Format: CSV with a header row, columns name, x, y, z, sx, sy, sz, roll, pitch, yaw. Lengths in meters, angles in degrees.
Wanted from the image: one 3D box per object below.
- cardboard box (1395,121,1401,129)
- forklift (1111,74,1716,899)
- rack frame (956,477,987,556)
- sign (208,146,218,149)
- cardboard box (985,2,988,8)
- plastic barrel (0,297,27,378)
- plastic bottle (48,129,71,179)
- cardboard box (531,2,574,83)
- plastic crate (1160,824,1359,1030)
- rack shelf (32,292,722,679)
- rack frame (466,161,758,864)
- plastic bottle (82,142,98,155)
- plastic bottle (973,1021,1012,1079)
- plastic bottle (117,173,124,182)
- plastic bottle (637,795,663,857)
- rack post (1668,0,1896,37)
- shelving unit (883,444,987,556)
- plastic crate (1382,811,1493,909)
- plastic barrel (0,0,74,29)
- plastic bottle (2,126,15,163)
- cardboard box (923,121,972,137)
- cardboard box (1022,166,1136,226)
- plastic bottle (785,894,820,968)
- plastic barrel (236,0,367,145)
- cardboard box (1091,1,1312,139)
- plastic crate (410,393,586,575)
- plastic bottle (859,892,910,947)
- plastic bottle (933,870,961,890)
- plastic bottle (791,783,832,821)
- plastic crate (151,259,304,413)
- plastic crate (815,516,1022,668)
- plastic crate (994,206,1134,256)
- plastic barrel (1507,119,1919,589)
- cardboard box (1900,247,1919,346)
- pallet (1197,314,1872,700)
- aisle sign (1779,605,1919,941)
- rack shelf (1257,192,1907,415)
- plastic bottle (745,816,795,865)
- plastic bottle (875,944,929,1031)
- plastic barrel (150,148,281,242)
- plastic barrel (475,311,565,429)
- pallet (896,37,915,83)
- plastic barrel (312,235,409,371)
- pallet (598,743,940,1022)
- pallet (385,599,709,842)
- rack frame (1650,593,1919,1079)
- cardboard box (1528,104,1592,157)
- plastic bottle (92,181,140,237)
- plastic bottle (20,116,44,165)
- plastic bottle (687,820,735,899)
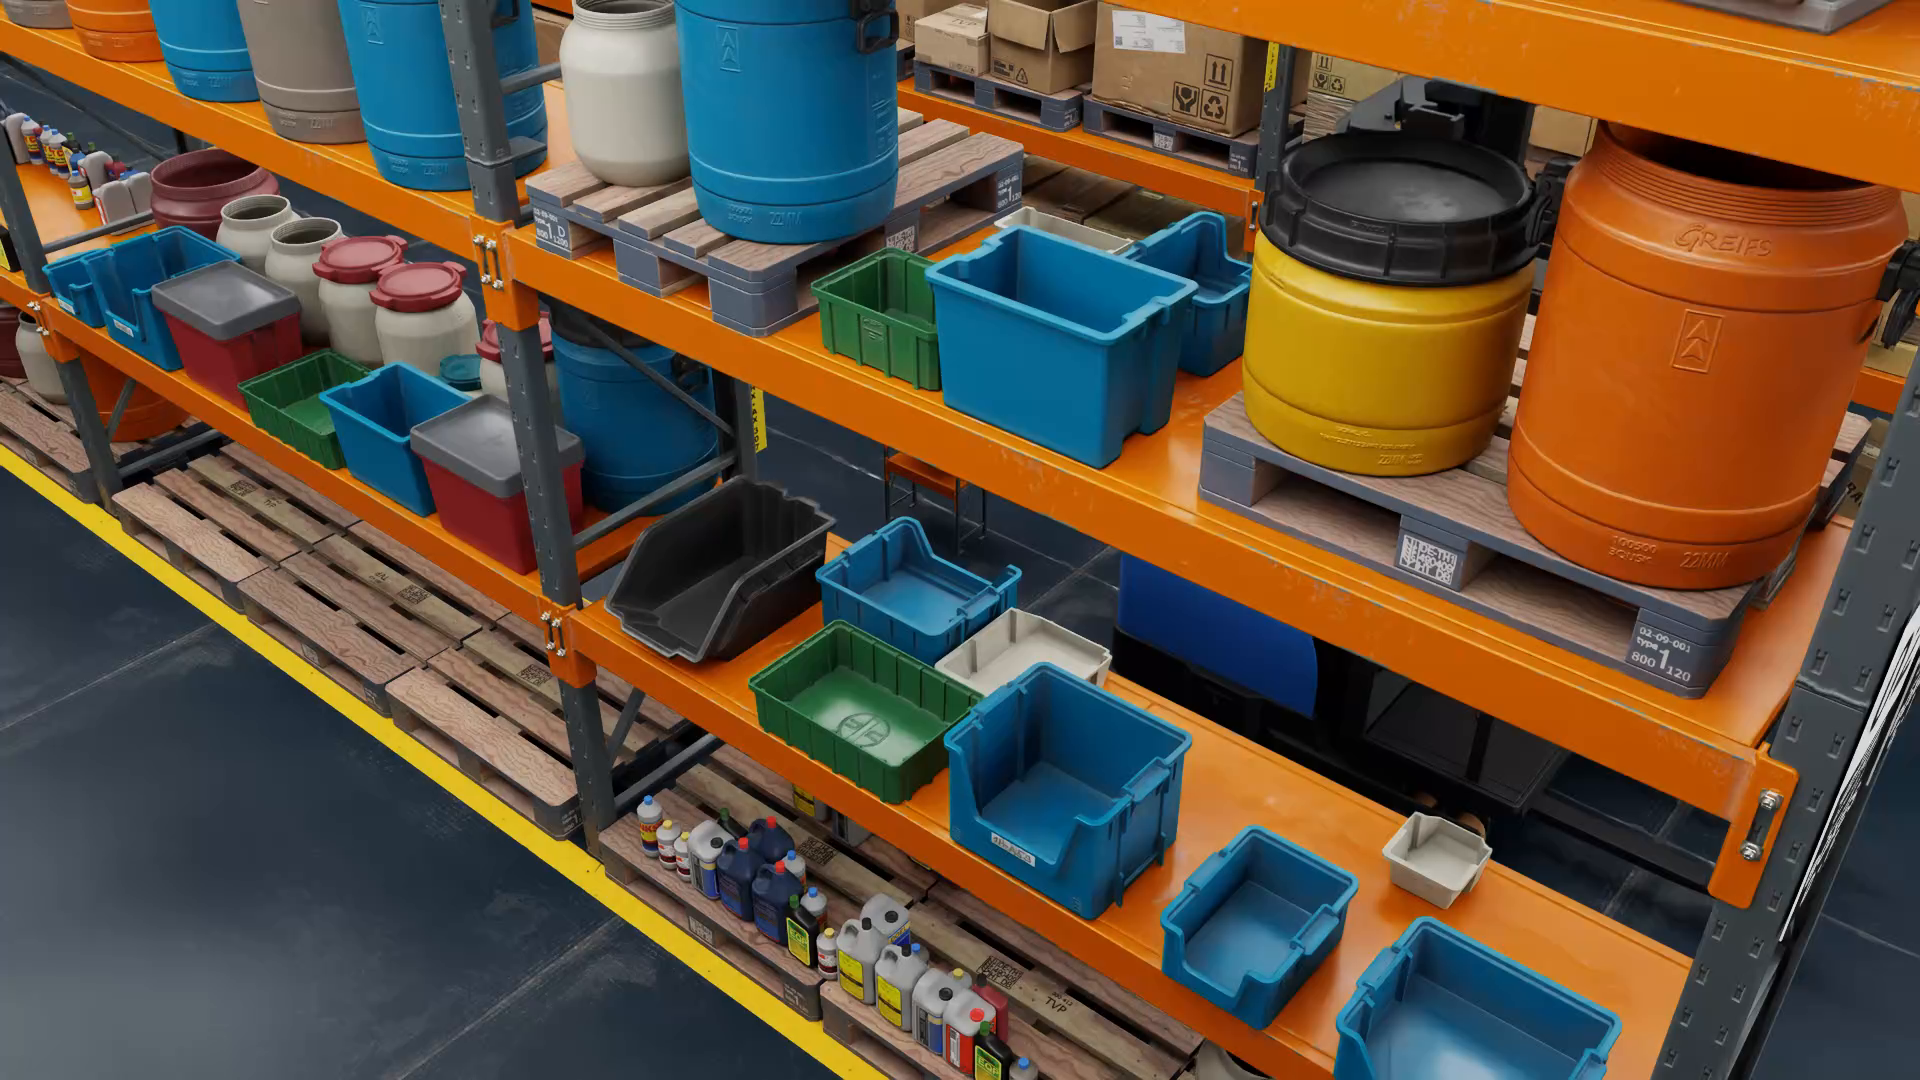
name,x,y,z,sx,sy,sz,roll,pitch,yaw
cardboard box,2.666,-2.072,8.766,0.500,0.500,0.875,25,42,32
forklift,2.172,-0.259,6.538,3.031,2.935,1.130,24,41,31
rack frame,0.060,-0.466,8.369,0.015,1.200,0.240,25,42,32
sign,-3.899,-1.898,8.719,0.005,0.325,0.100,25,42,32
cardboard box,0.378,-3.374,10.762,0.258,0.266,0.396,24,41,31
plastic barrel,-5.500,-1.346,9.820,0.708,0.588,0.600,25,42,32
plastic bottle,-5.078,-2.186,9.397,0.097,0.271,0.097,0,34,0
cardboard box,-2.958,-3.943,13.348,0.875,0.875,1.225,24,41,30
plastic crate,0.831,1.082,4.656,0.408,0.251,0.499,25,42,32
rack shelf,-2.708,-0.567,7.562,4.000,0.370,1.077,25,42,32
rack frame,-1.171,-0.140,6.304,0.127,3.000,1.000,25,42,32
plastic bottle,-4.800,-2.074,9.223,0.133,0.283,0.061,25,42,32
plastic bottle,0.110,1.739,5.579,0.133,0.283,0.061,26,42,33
plastic bottle,-4.517,-1.893,9.032,0.097,0.201,0.097,0,34,0
plastic bottle,-1.207,1.110,6.506,0.097,0.271,0.097,0,34,0
rack post,1.403,-1.287,3.116,0.937,0.300,0.954,-29,44,-35
shelving unit,-0.127,-0.555,8.498,0.503,1.200,0.258,25,42,32
plastic crate,1.421,0.954,4.944,0.250,0.136,0.298,25,42,32
plastic barrel,-3.753,-2.640,6.852,0.600,0.901,0.600,0,34,0
plastic bottle,-5.551,-2.312,9.511,0.185,0.351,0.144,25,42,32
cardboard box,-0.128,-2.786,11.314,0.500,0.250,0.500,-28,44,-35
cardboard box,0.755,-2.061,10.920,0.500,0.500,0.700,21,40,28
plastic bottle,-0.571,1.418,6.046,0.133,0.283,0.061,27,43,34
plastic barrel,-2.203,-1.909,5.788,0.600,0.901,0.600,0,34,0
cardboard box,1.477,-3.064,9.660,1.000,1.000,1.000,26,42,32
plastic crate,-1.739,-0.208,6.347,0.583,0.464,0.402,25,42,32
plastic bottle,-0.269,1.424,6.045,0.135,0.276,0.152,25,42,32
plastic bottle,-0.041,1.200,6.363,0.133,0.283,0.061,25,42,32
plastic bottle,-0.584,0.942,6.681,0.185,0.351,0.144,25,42,32
plastic crate,-3.199,-0.896,7.349,0.583,0.464,0.402,25,42,32
plastic crate,-0.147,0.204,5.934,0.616,0.251,0.499,25,42,32
plastic crate,0.321,-0.862,4.939,0.396,0.136,0.243,25,42,32
plastic barrel,1.448,-0.398,3.280,0.708,0.830,0.600,25,42,32
cardboard box,4.667,-1.221,7.527,0.500,0.500,0.875,25,42,32
pallet,1.330,-0.192,3.896,1.213,0.211,1.003,25,42,32
aisle sign,1.768,0.393,3.232,0.004,0.787,0.394,25,42,32
rack shelf,3.535,-1.273,8.590,4.000,0.370,1.077,25,42,32
plastic bottle,-0.724,1.181,6.332,0.185,0.351,0.144,25,42,32
plastic bottle,-0.202,1.534,5.818,0.185,0.351,0.144,27,43,34
plastic barrel,-3.695,-1.608,8.322,0.708,0.536,0.600,25,42,32
plastic barrel,-1.766,-0.638,6.909,0.433,0.535,0.433,0,34,0
pallet,-0.460,-3.452,11.297,1.003,0.211,1.213,25,42,32
plastic barrel,-2.662,-1.060,7.524,0.433,0.535,0.433,0,34,0
pallet,-0.682,1.271,6.712,1.213,0.211,1.003,25,42,32
pallet,-1.799,0.742,7.483,1.213,0.211,1.003,25,42,32
rack frame,1.903,1.309,4.194,0.127,3.000,1.000,25,42,32
cardboard box,2.950,-2.235,8.121,0.500,0.500,0.500,25,42,32
plastic bottle,-4.468,-1.768,8.785,0.135,0.276,0.152,25,42,32
plastic bottle,-5.330,-2.305,9.570,0.097,0.271,0.097,0,34,0
plastic bottle,-0.941,1.213,6.351,0.135,0.276,0.152,27,43,33
